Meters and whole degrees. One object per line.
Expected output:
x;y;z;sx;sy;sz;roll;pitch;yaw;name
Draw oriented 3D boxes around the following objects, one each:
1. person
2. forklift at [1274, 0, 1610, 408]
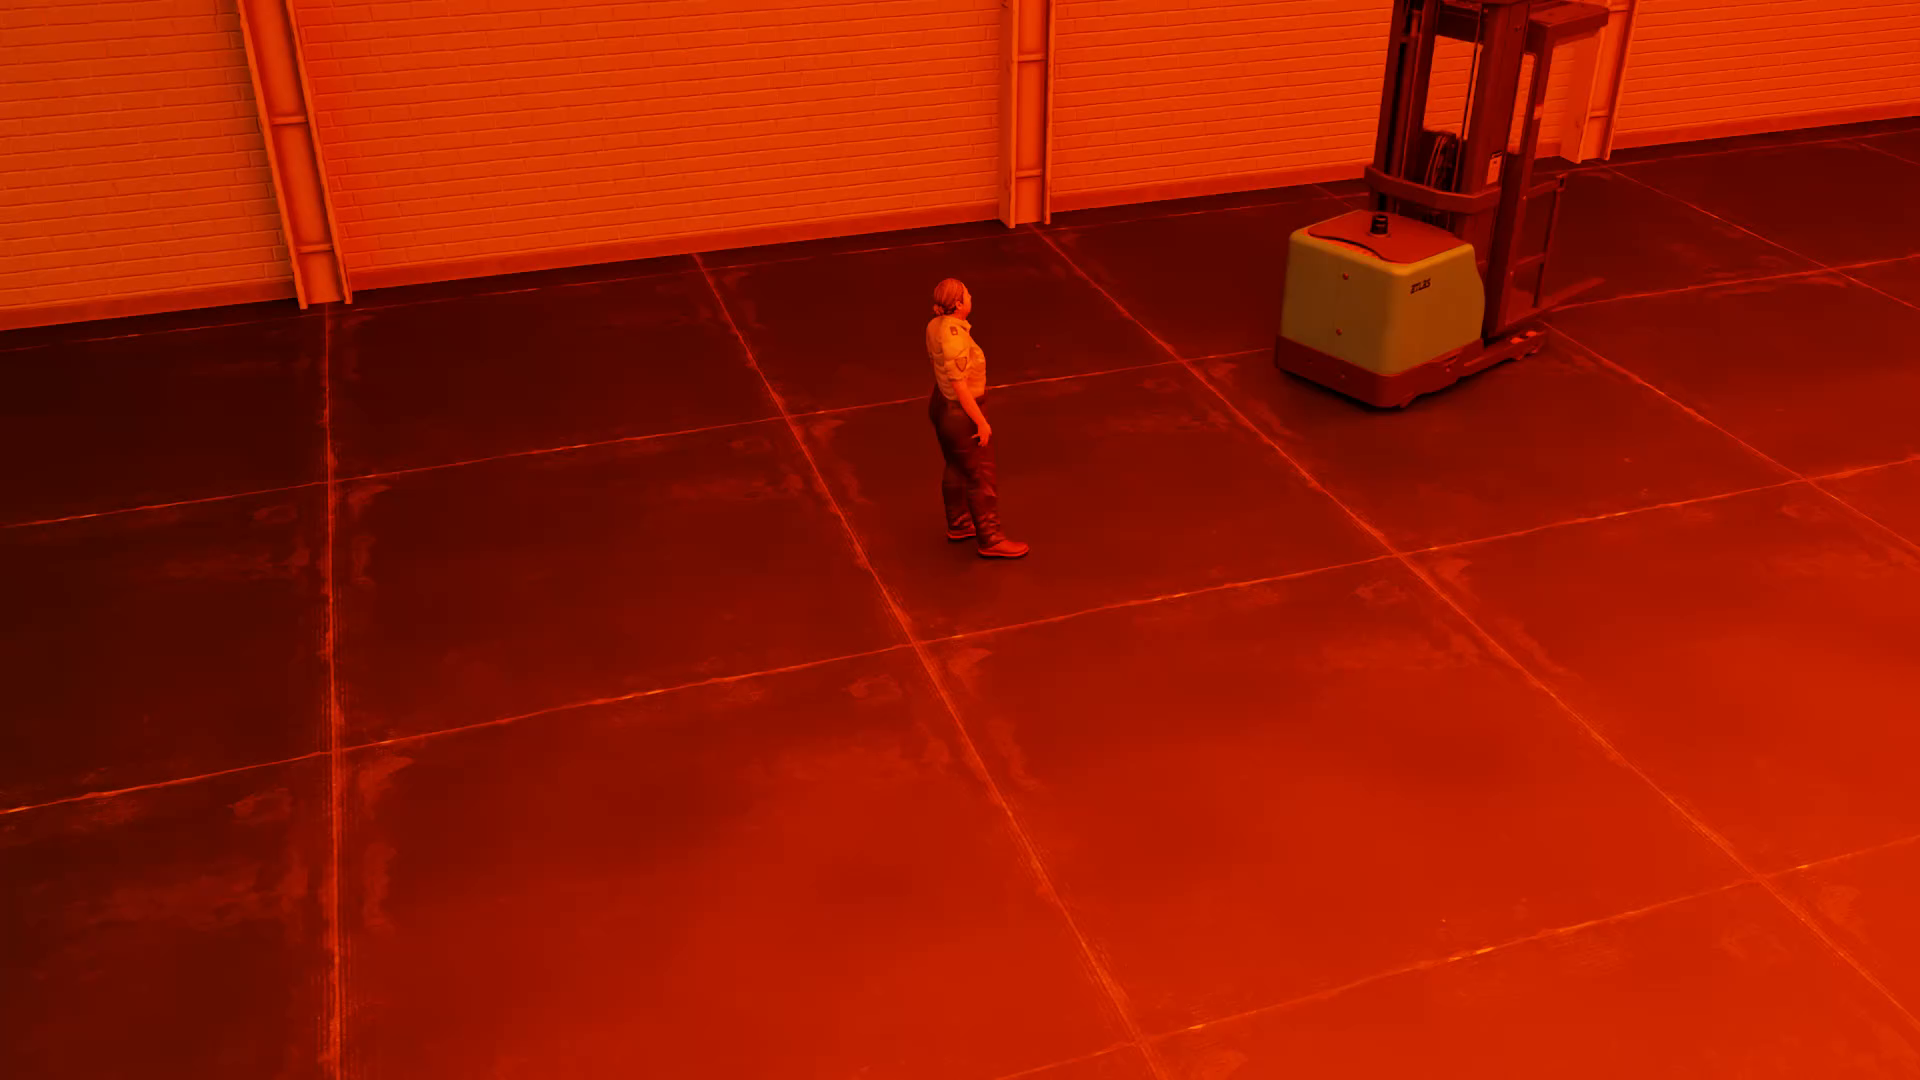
0.092;-0.725;9.617;0.503;1.651;0.598;-10;31;-16;person
3.743;-2.784;11.926;3.031;2.935;1.130;-23;37;-34;forklift
